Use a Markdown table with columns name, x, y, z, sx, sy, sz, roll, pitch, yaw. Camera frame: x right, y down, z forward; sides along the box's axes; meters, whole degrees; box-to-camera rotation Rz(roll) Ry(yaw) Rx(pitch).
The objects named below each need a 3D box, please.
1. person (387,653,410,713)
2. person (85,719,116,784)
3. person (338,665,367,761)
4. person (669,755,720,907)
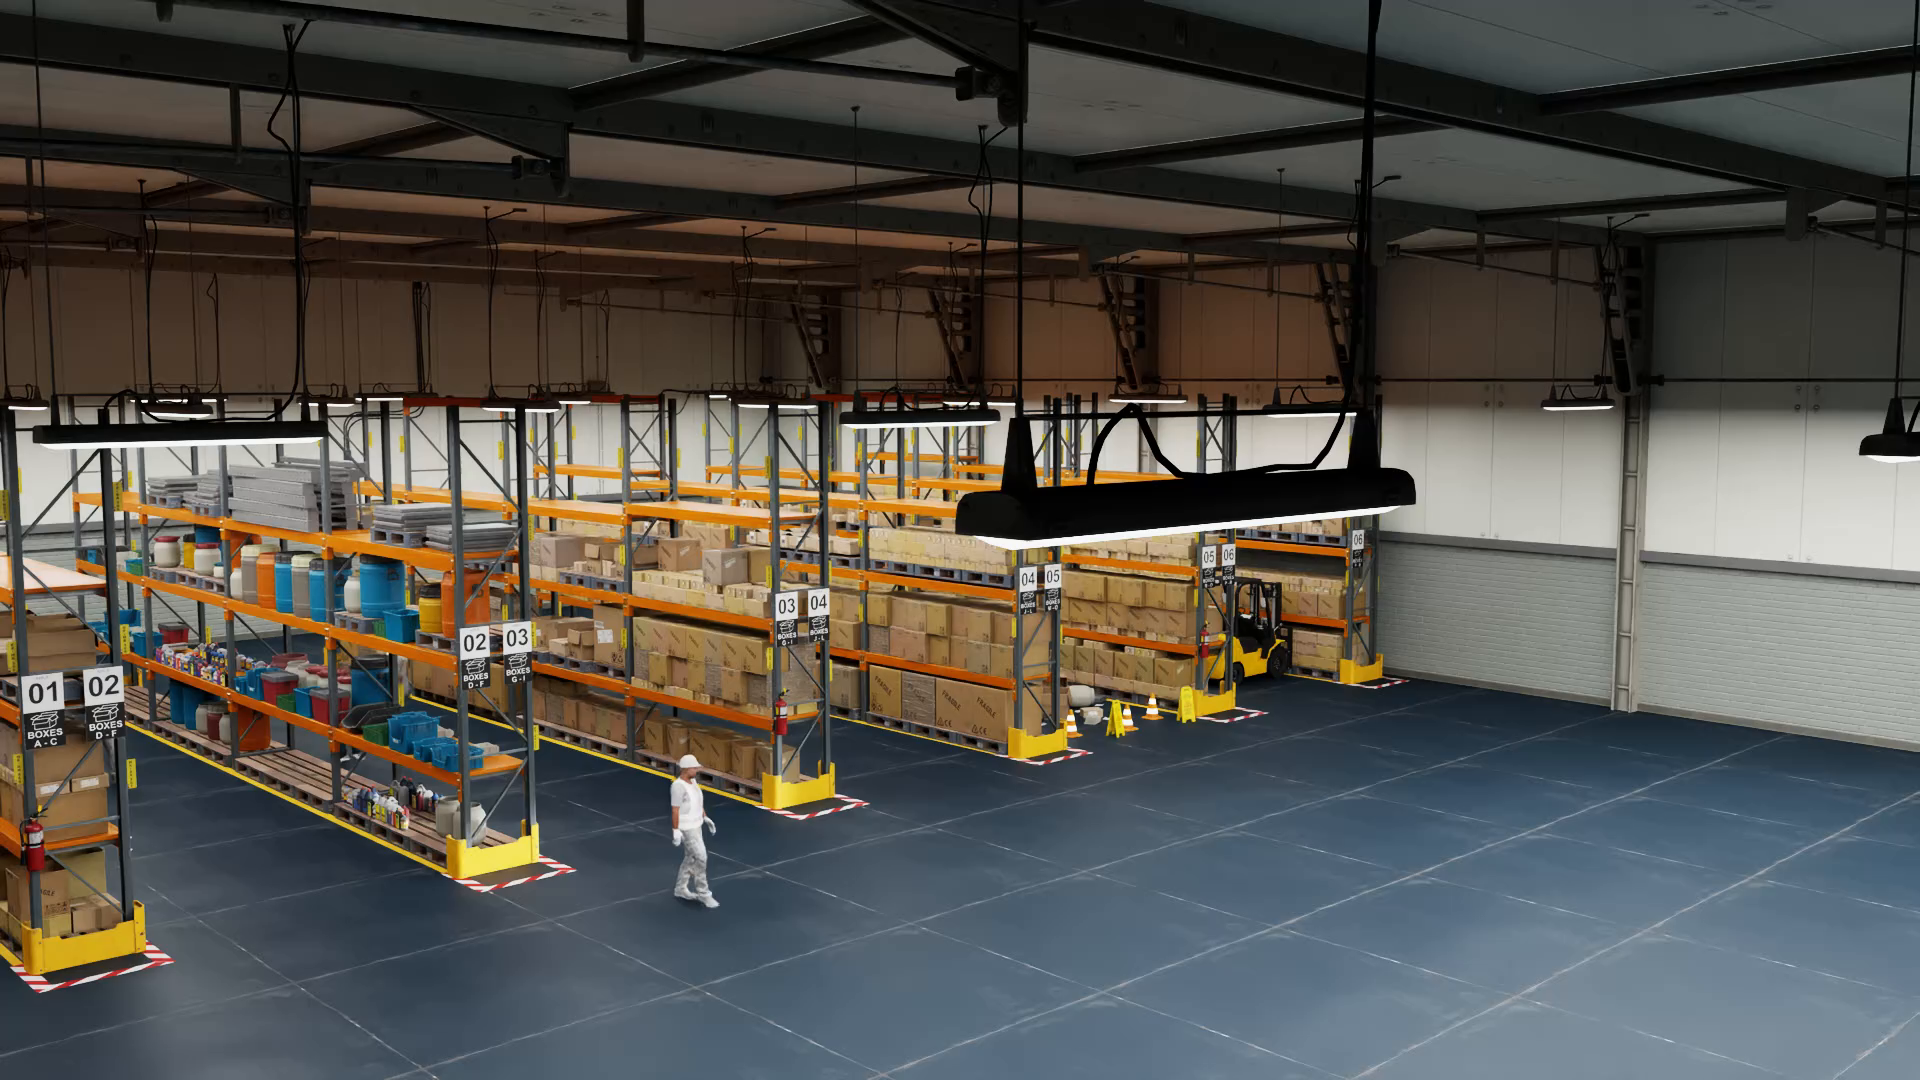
| name | x | y | z | sx | sy | sz | roll | pitch | yaw |
| --- | --- | --- | --- | --- | --- | --- | --- | --- | --- |
| person | -10.549 | 2.527 | 31.160 | 0.601 | 1.609 | 0.520 | 5 | 8 | 45 |
| person | -13.375 | 2.949 | 25.984 | 1.015 | 1.710 | 0.518 | 4 | 7 | 33 |
| person | -10.179 | 2.916 | 27.581 | 0.472 | 1.589 | 0.512 | 1 | 6 | 7 |
| person | -3.184 | 3.509 | 20.148 | 0.642 | 1.811 | 0.581 | 1 | 6 | 8 |
